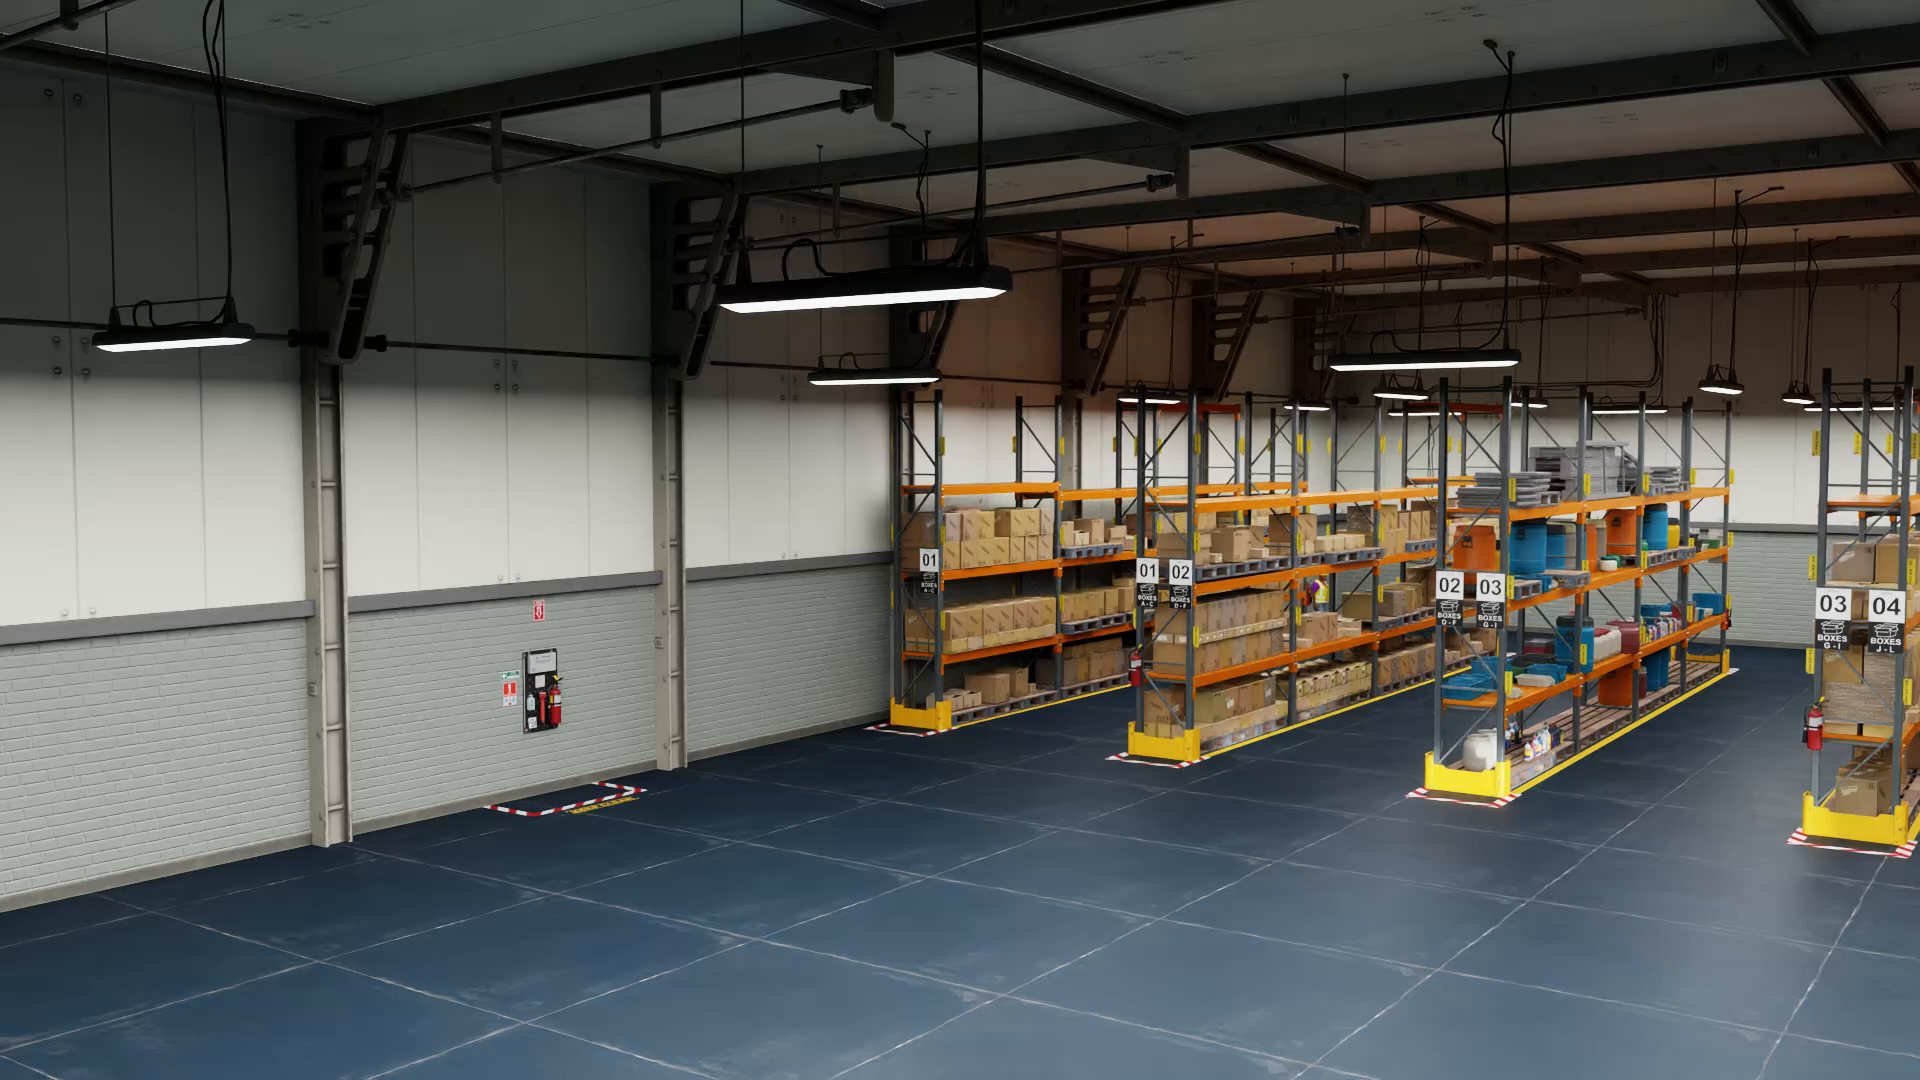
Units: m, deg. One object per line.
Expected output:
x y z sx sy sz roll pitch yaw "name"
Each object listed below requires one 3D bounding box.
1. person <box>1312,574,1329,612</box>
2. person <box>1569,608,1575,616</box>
9.414 1.658 43.511 0.628 1.772 0.499 -3 4 -41 "person"
12.654 2.226 34.271 0.548 1.668 1.068 2 4 32 "person"
